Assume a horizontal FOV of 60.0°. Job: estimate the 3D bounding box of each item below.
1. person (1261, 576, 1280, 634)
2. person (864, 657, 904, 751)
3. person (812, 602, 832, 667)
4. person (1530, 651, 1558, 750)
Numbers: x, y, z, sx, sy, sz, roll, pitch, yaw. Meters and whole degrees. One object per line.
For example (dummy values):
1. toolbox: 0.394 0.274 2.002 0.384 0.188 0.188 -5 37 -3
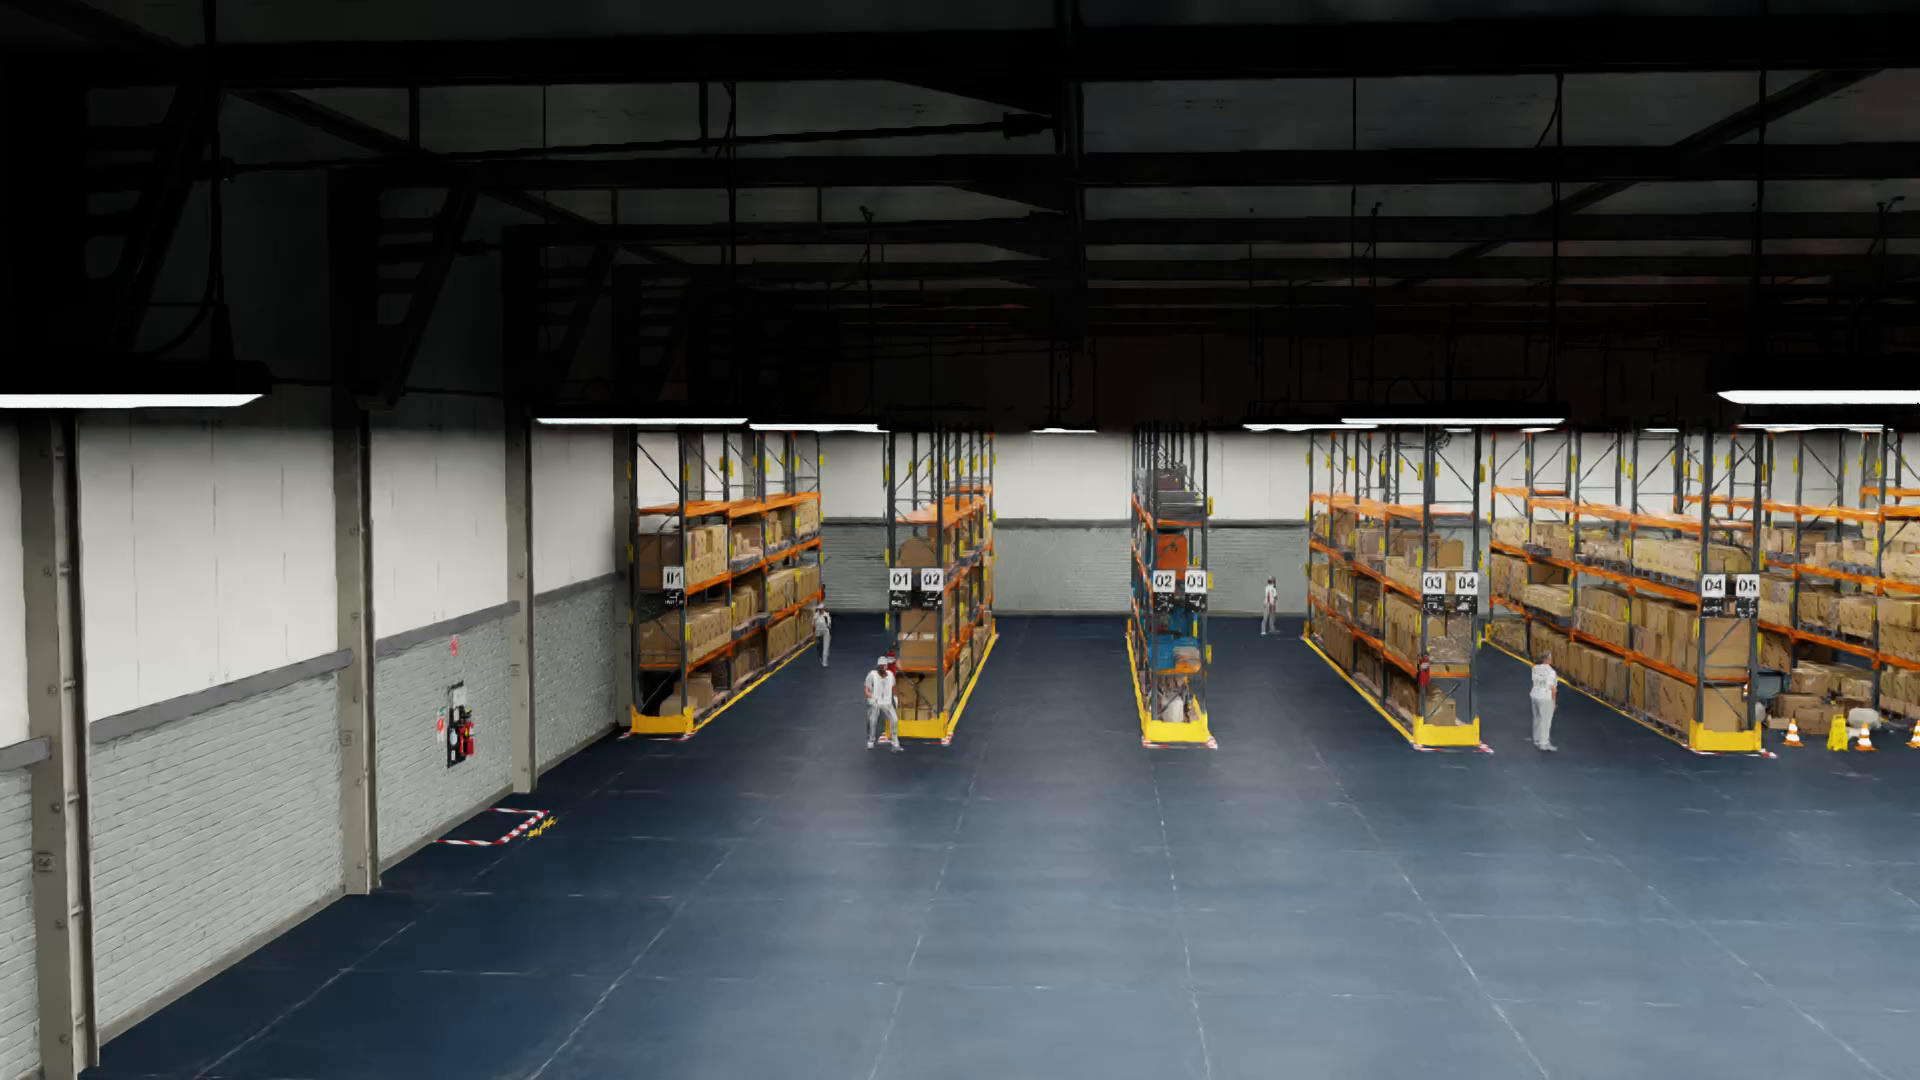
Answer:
1. person: 8.907 1.864 47.770 0.466 1.674 0.591 2 4 28
2. person: -1.422 2.949 30.044 0.687 1.721 0.776 -1 4 -16
3. person: -3.415 2.320 41.098 0.497 1.578 1.090 0 4 7
4. person: 10.699 2.912 30.373 0.492 1.755 0.627 -2 4 -23
